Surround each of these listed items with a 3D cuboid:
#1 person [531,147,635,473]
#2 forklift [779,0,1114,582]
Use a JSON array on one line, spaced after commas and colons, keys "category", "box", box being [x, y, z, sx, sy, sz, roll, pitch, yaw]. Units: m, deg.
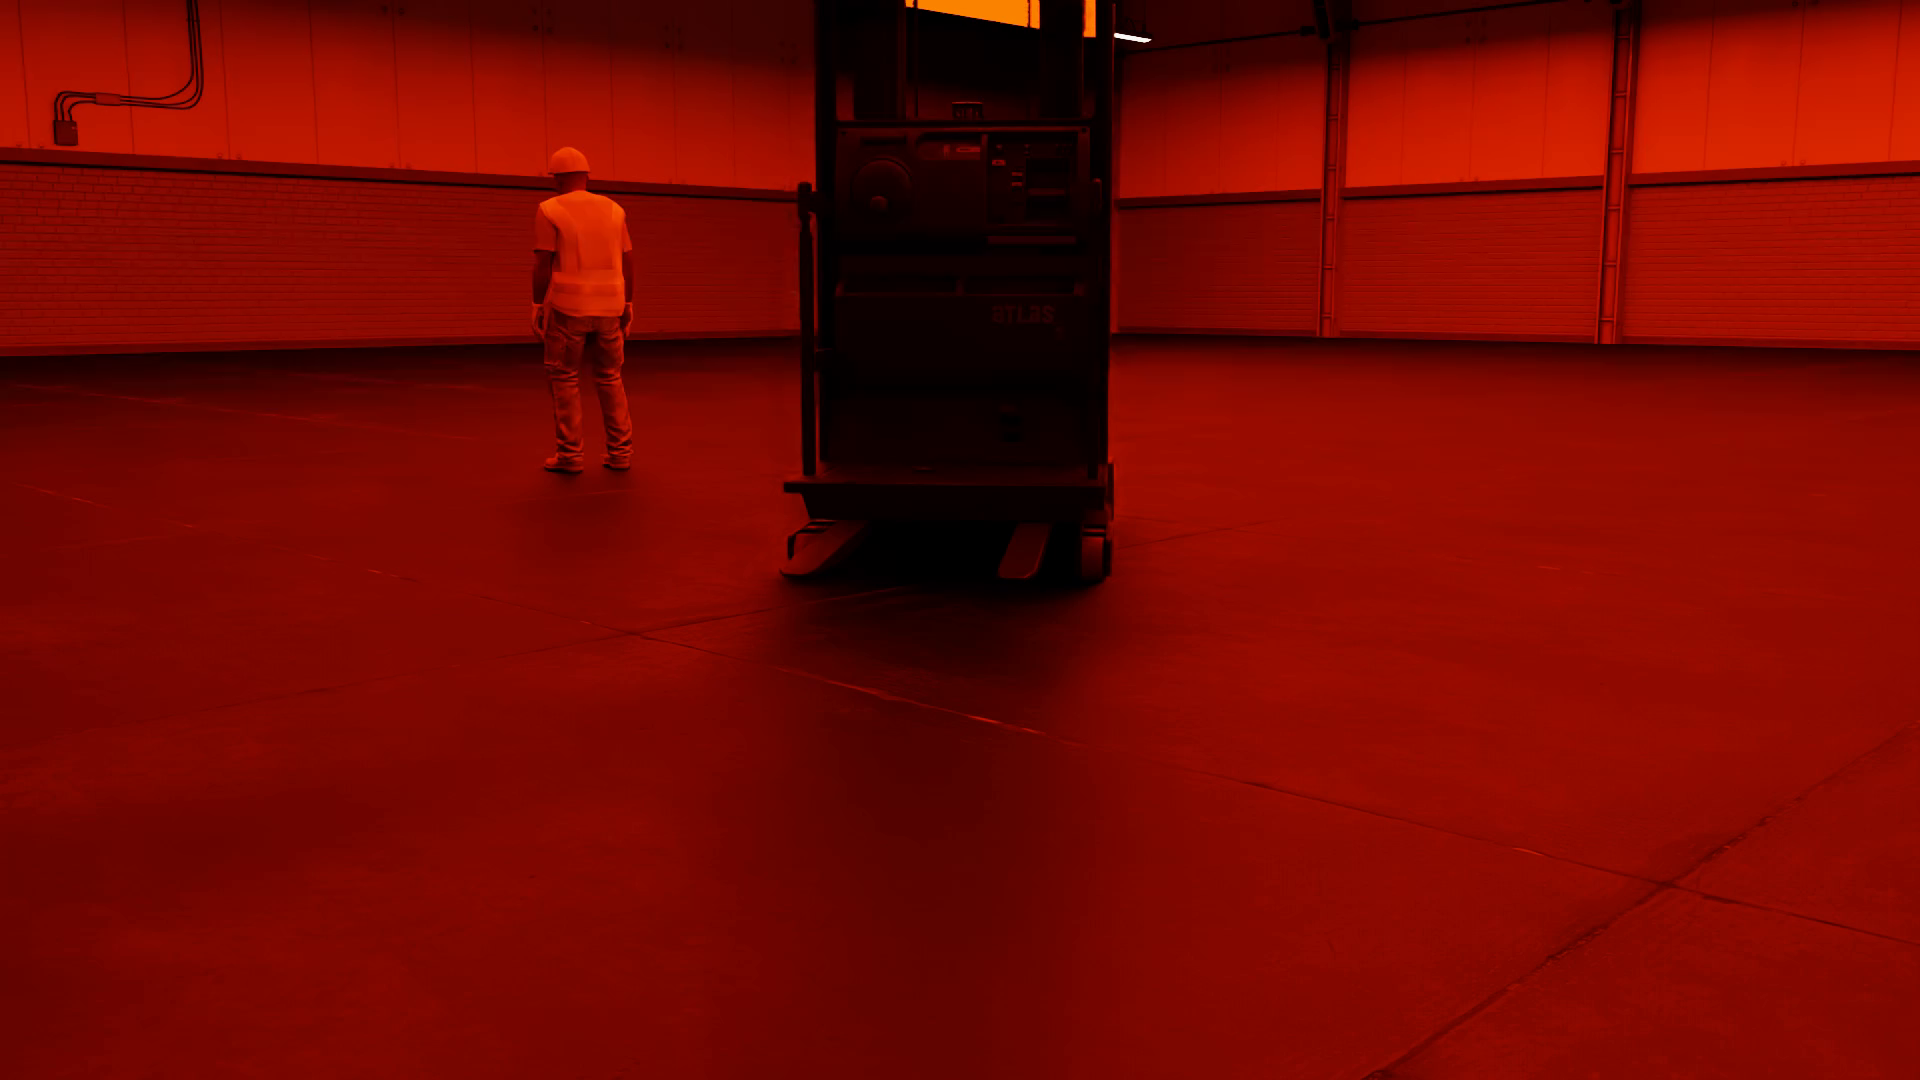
[{"category": "person", "box": [-2.089, -1.270, 9.214, 0.616, 1.772, 0.449, -7, 11, -38]}, {"category": "forklift", "box": [-0.011, -1.353, 5.859, 1.130, 2.935, 3.031, 1, 9, 5]}]
